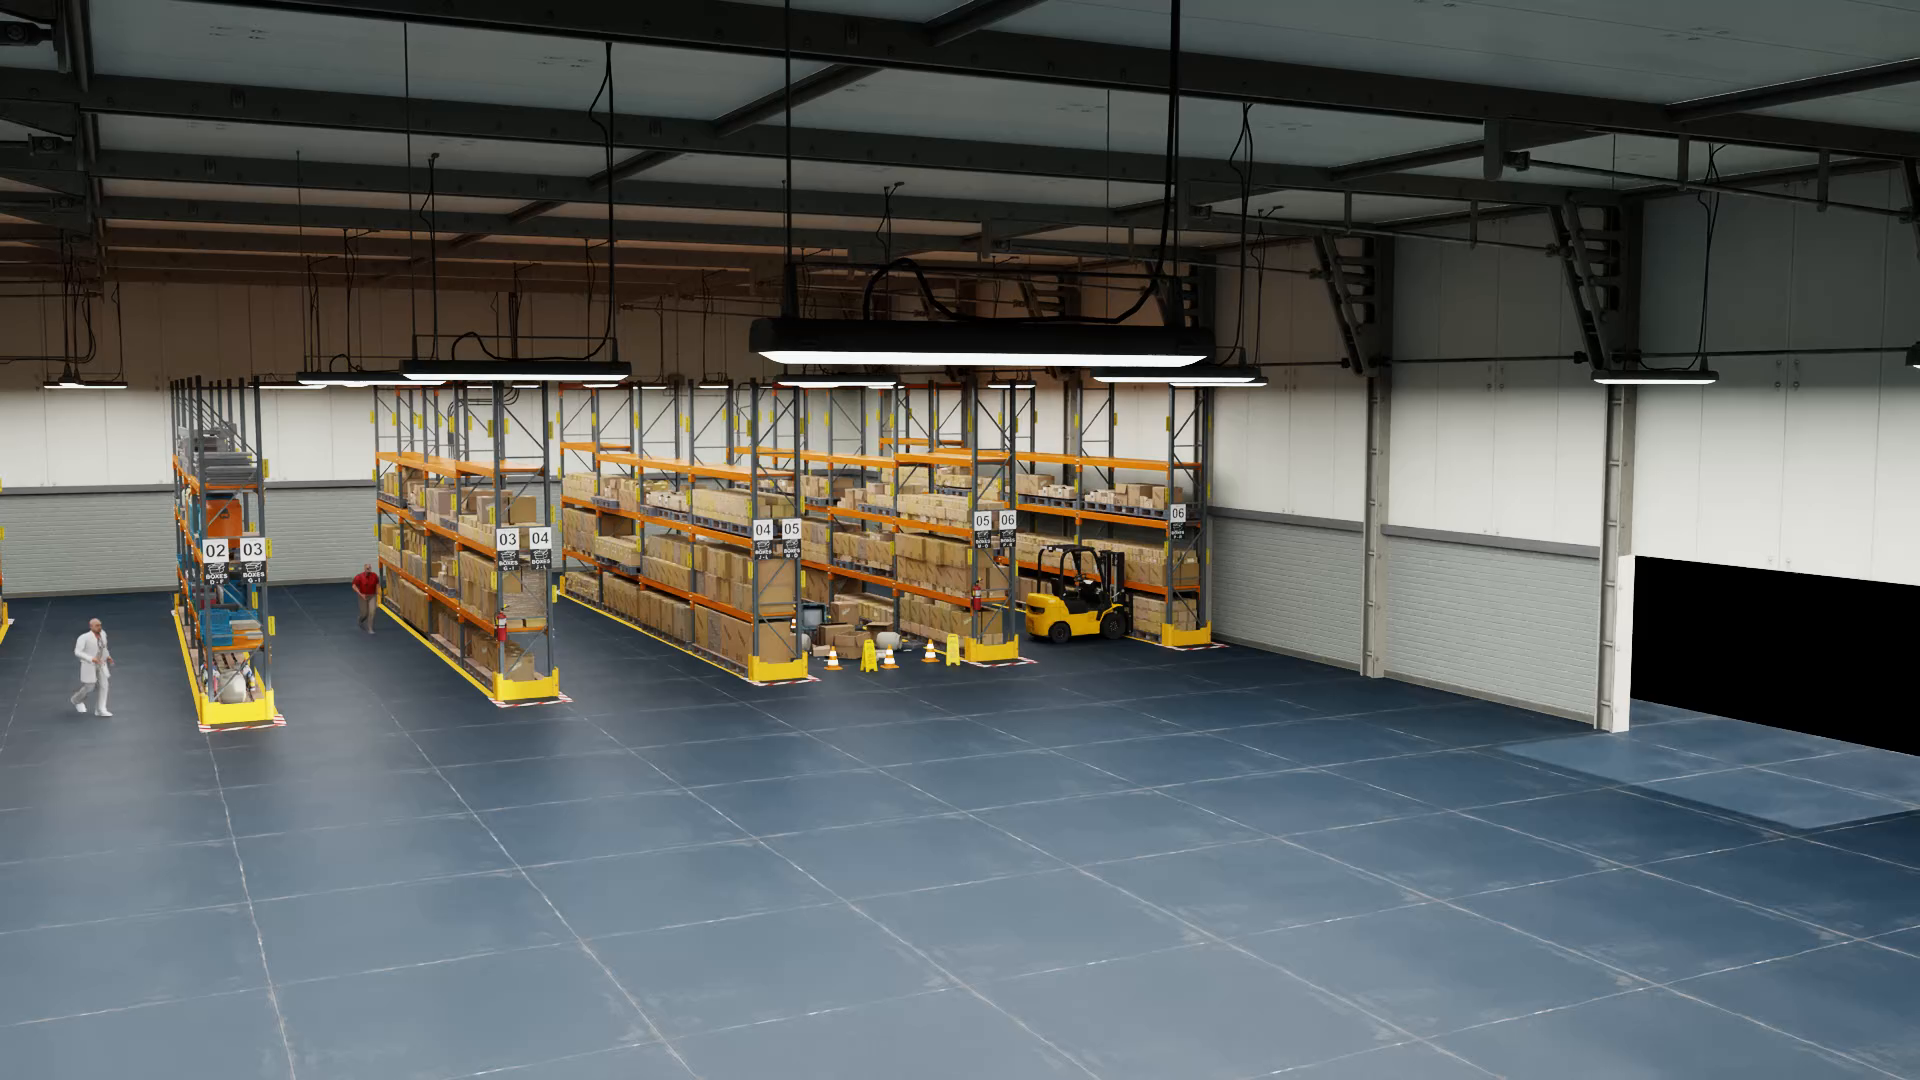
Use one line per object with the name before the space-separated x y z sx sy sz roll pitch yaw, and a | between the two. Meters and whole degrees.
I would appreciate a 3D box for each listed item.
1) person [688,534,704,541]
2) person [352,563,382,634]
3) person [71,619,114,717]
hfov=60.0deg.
person | -8.020 0.374 50.707 0.571 1.706 0.658 -5 7 -44
person | -14.143 1.378 39.579 0.665 1.678 0.744 -4 6 -36
person | -15.382 2.248 29.389 0.933 1.740 0.698 3 6 29
